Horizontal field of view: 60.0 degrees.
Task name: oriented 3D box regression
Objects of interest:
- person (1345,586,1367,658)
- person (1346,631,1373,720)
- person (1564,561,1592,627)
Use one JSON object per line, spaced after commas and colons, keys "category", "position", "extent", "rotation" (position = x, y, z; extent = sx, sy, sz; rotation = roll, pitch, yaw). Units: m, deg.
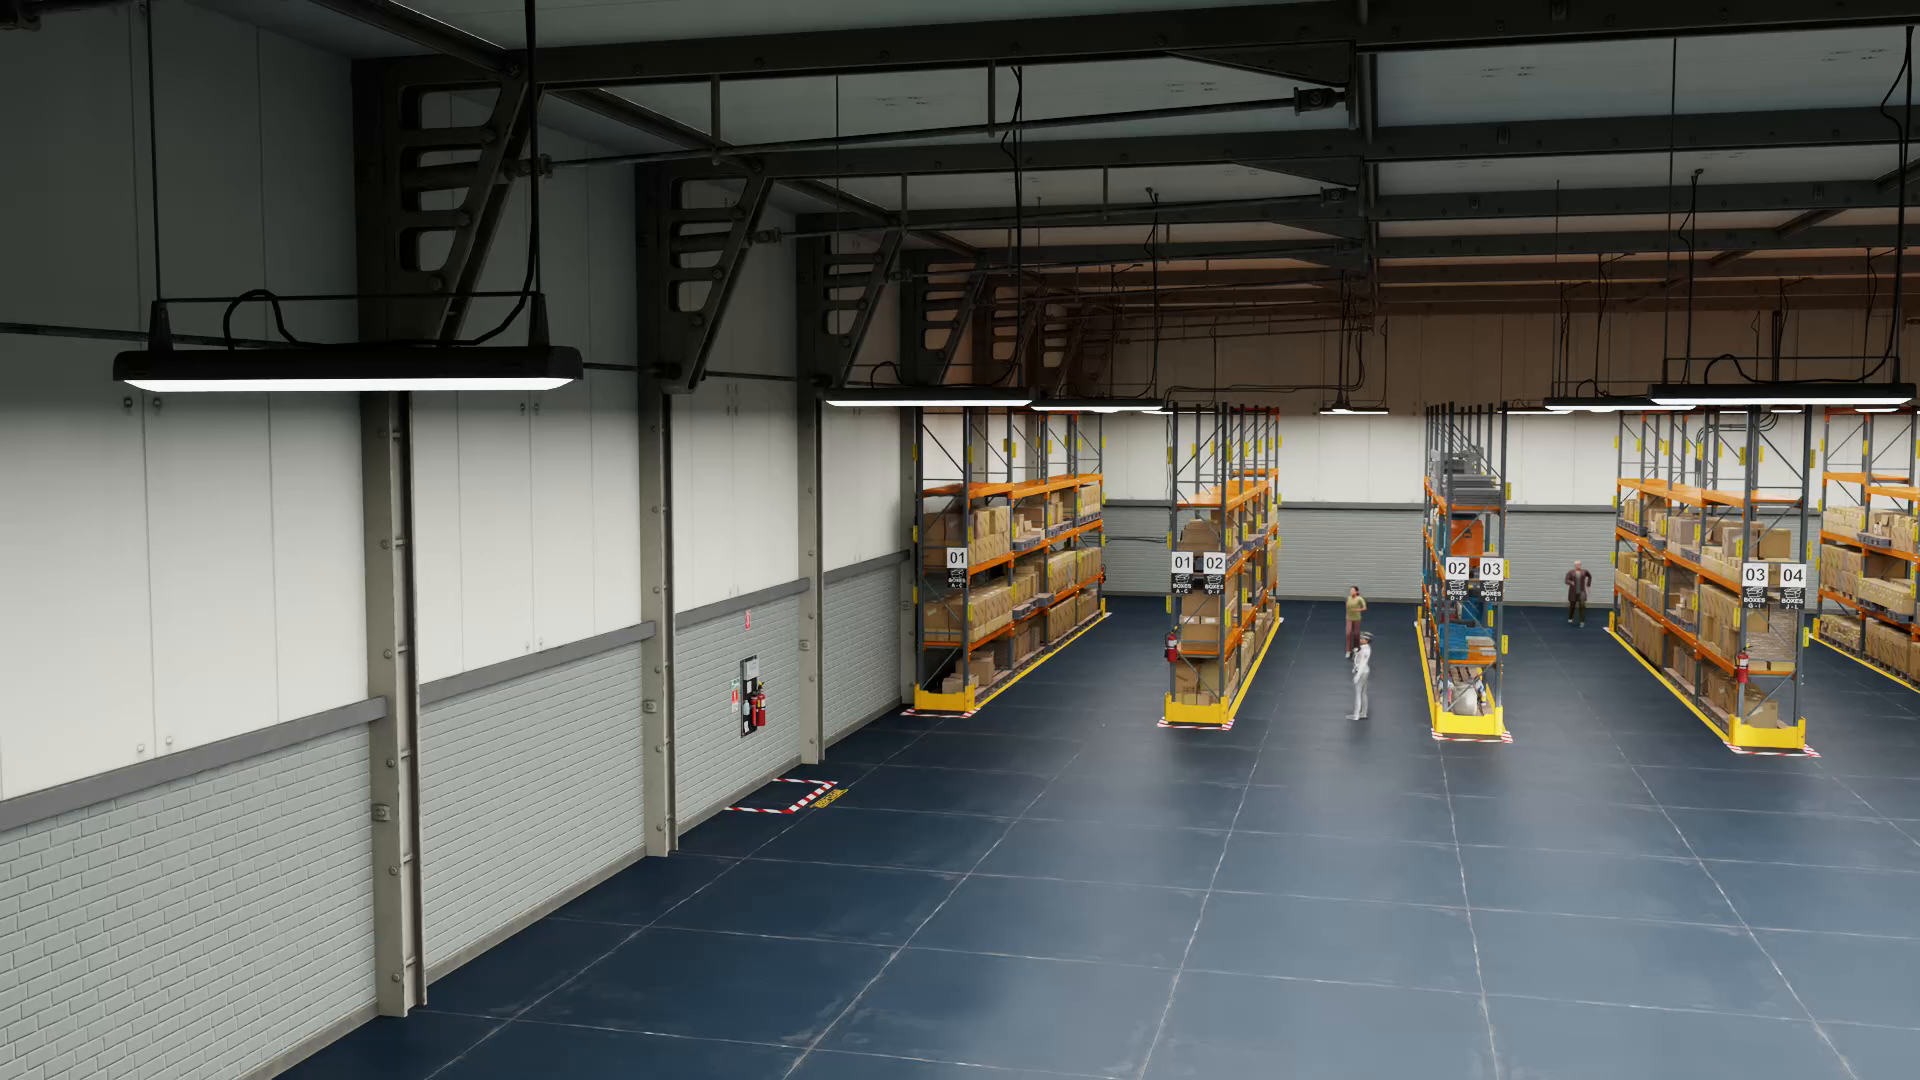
{"category": "person", "position": [9.507, 1.946, 39.927], "extent": [0.506, 1.708, 0.833], "rotation": [1, 4, 18]}
{"category": "person", "position": [7.562, 2.564, 31.460], "extent": [0.464, 1.682, 0.539], "rotation": [2, 5, 23]}
{"category": "person", "position": [17.009, 1.476, 45.716], "extent": [0.754, 1.824, 0.850], "rotation": [0, 4, 6]}
